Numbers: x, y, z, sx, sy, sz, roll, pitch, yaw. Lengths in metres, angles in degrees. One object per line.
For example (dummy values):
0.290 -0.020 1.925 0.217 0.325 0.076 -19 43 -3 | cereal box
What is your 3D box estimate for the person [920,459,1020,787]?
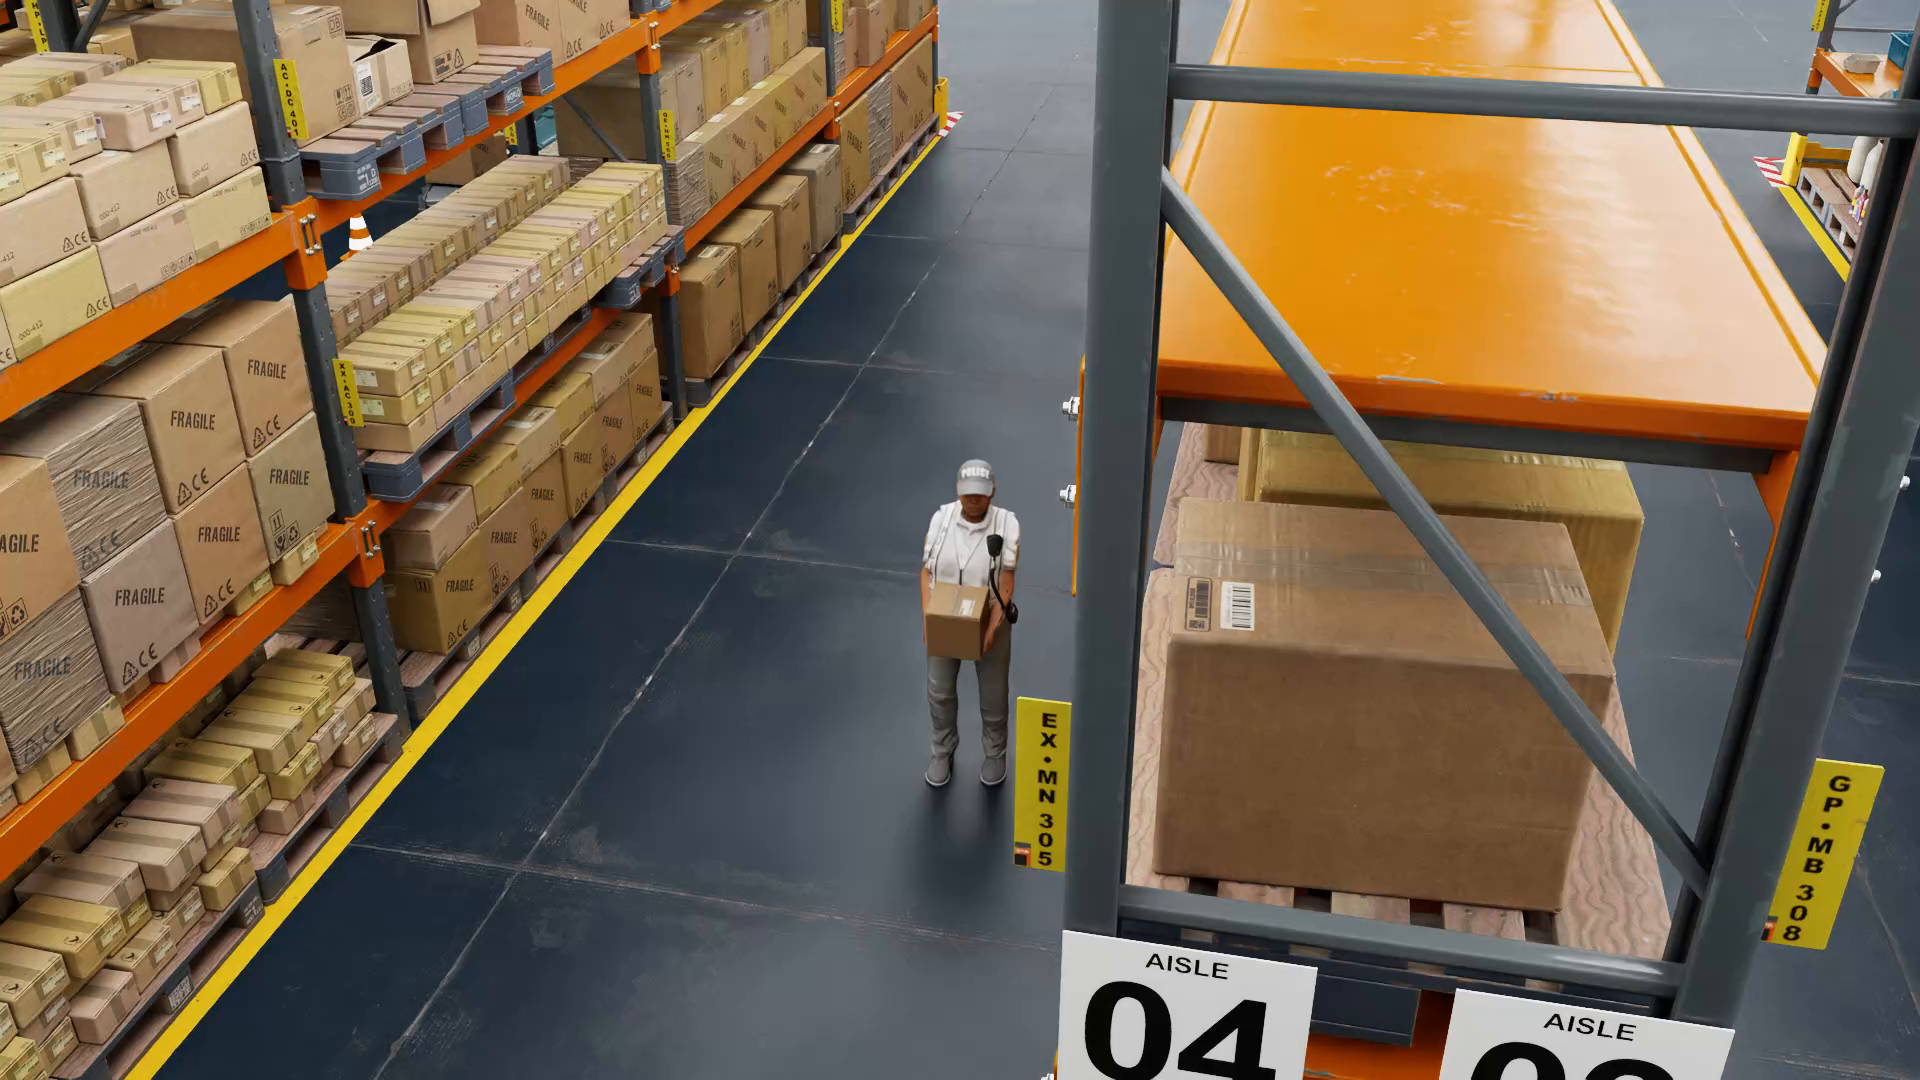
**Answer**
0.035 0.424 7.854 0.453 1.654 0.535 5 29 10 | person
